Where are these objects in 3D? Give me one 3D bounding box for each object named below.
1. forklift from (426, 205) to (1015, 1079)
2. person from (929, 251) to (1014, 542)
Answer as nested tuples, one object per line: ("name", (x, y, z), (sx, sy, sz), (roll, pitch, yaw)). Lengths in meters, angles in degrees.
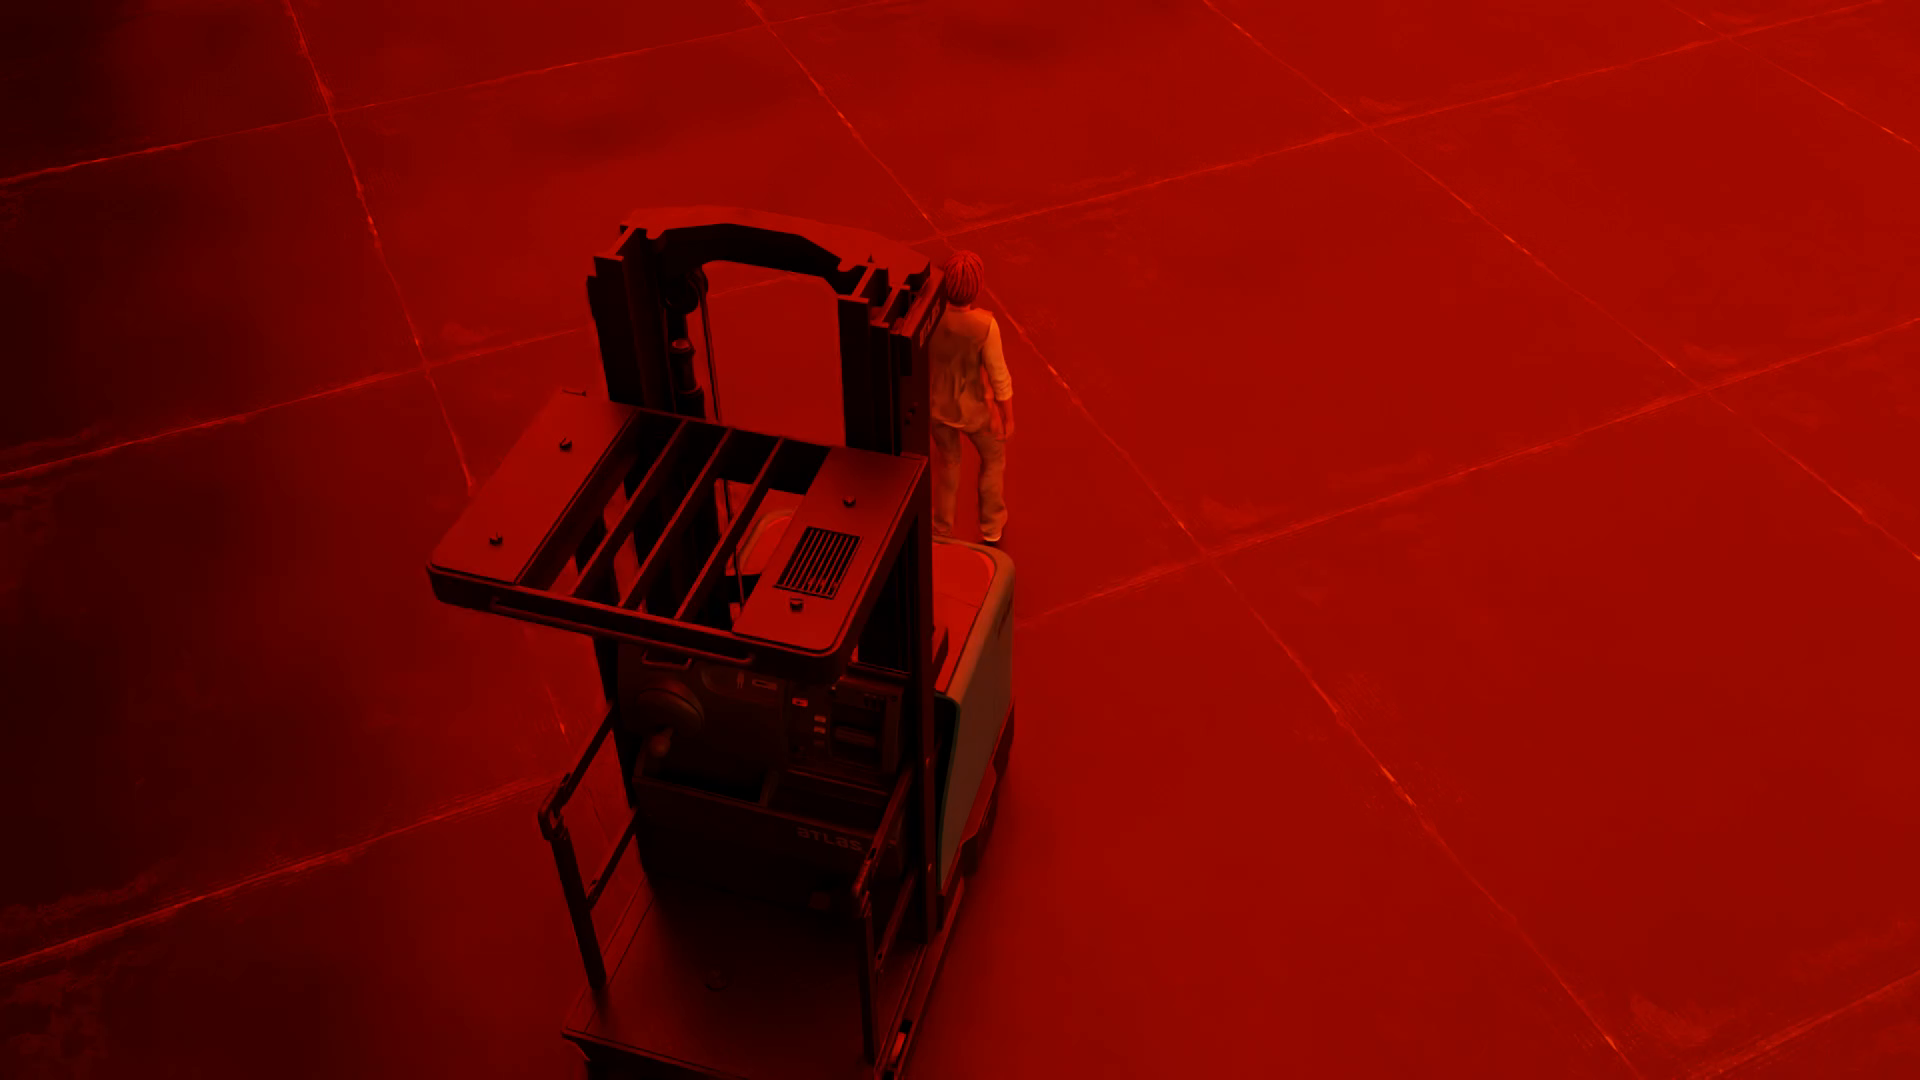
("forklift", (-0.687, 0.624, 5.011), (1.130, 2.935, 3.031), (11, 44, 12))
("person", (0.007, -0.629, 7.373), (0.536, 1.584, 0.425), (15, 45, 15))
